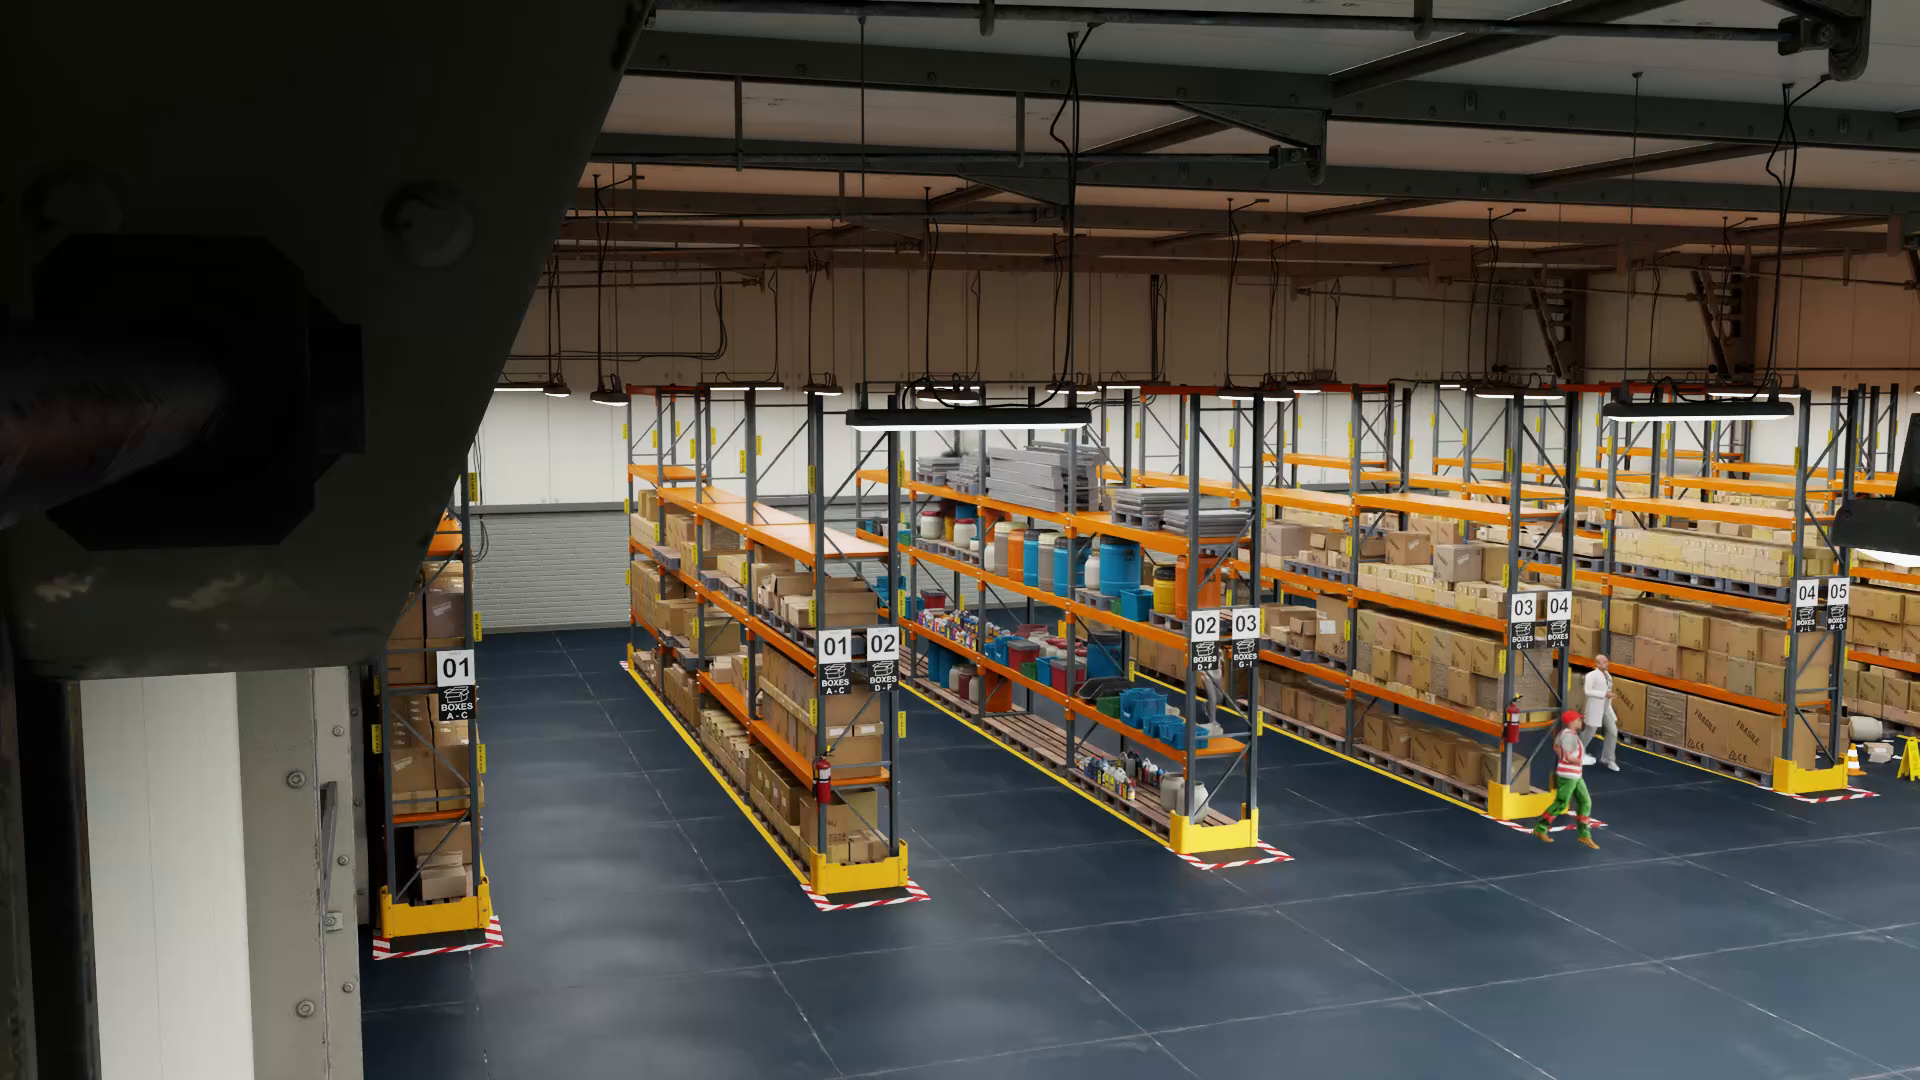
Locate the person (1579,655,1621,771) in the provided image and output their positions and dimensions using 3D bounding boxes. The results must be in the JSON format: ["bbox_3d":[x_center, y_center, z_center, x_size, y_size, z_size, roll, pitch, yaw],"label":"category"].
[{"bbox_3d":[10.102,2.730,26.417,0.684,1.843,0.864,-3,7,-28],"label":"person"}]

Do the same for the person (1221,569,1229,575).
[{"bbox_3d":[6.134,1.496,39.015,0.624,1.668,0.872,-1,6,-5],"label":"person"}]

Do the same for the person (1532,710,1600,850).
[{"bbox_3d":[8.082,3.153,22.054,0.852,1.803,0.690,3,7,26],"label":"person"}]

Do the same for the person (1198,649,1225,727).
[{"bbox_3d":[4.452,2.454,29.561,0.581,1.654,0.685,-2,6,-21],"label":"person"}]
